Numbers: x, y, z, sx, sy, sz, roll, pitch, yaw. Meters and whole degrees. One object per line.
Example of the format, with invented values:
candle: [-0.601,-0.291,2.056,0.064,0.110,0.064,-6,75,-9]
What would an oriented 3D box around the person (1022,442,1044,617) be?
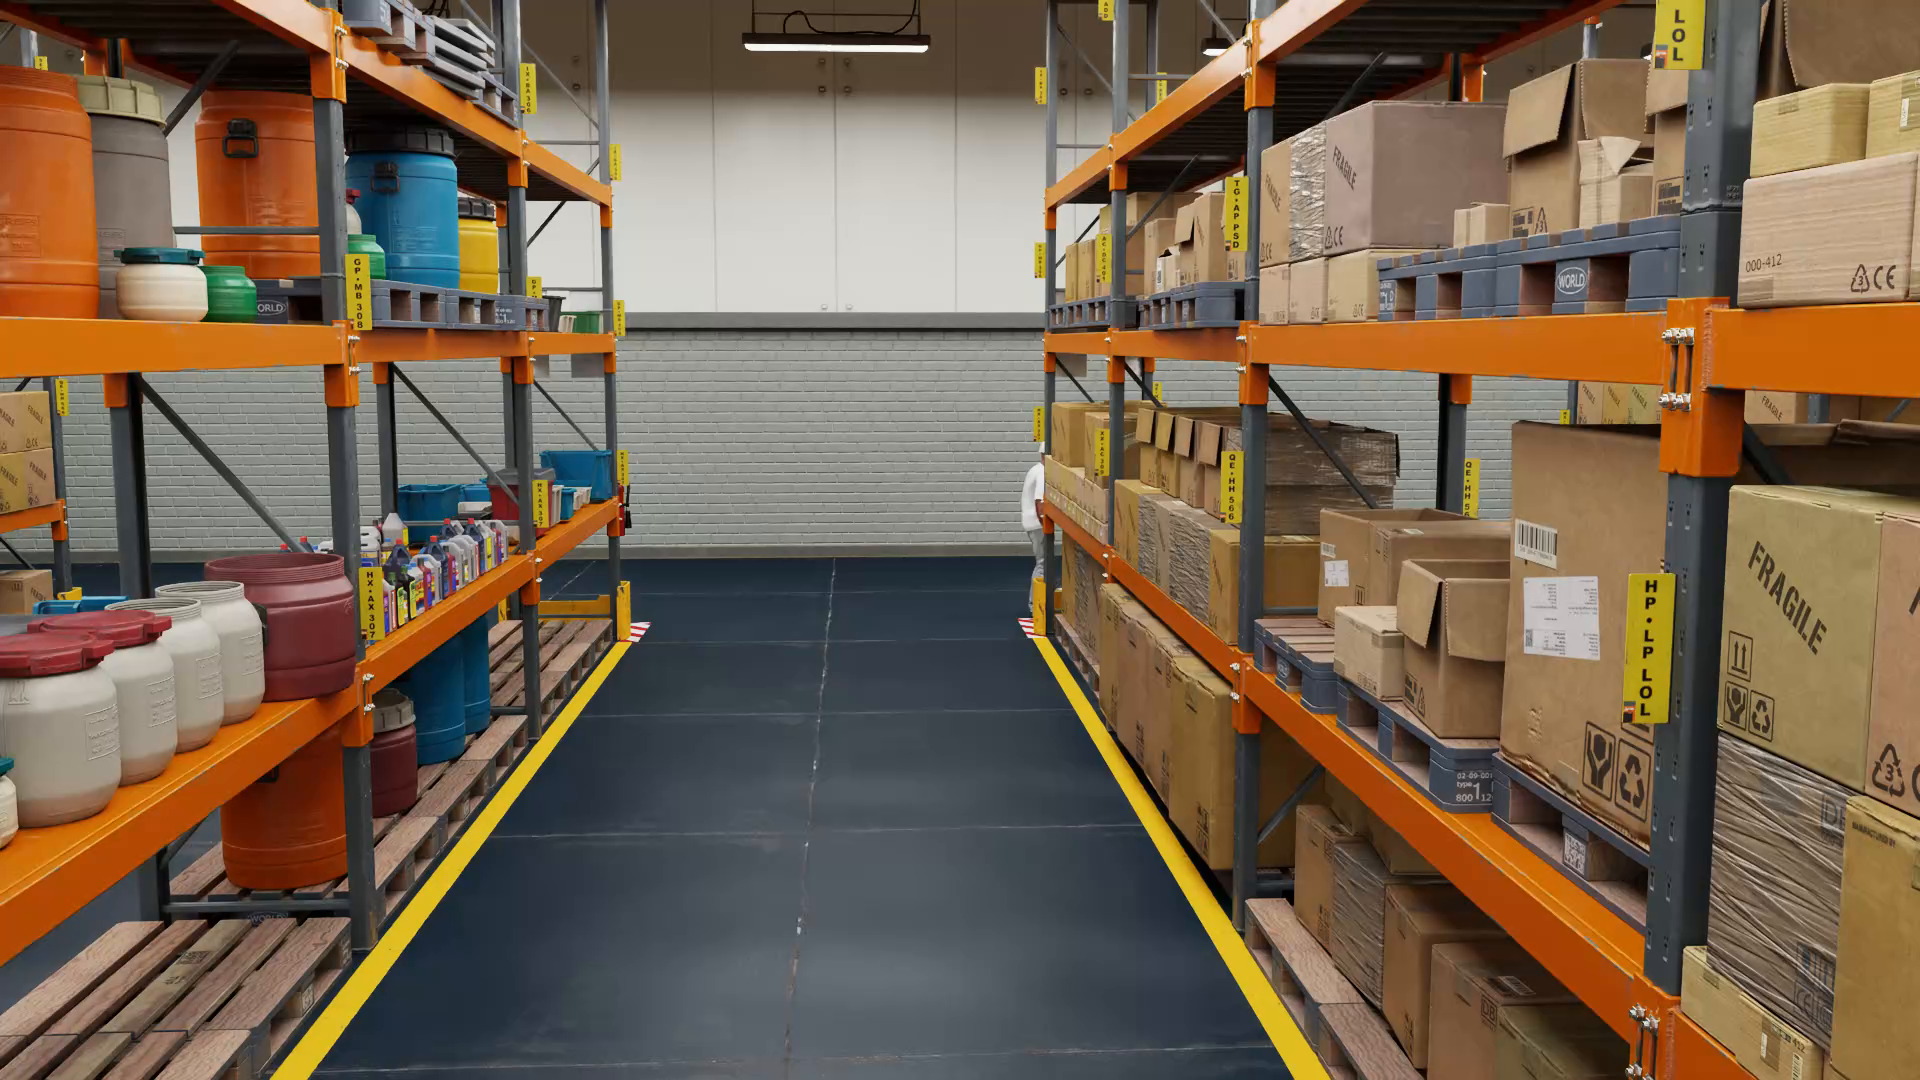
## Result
person: [0.850,-0.123,16.692,0.463,1.760,0.634,0,7,1]
